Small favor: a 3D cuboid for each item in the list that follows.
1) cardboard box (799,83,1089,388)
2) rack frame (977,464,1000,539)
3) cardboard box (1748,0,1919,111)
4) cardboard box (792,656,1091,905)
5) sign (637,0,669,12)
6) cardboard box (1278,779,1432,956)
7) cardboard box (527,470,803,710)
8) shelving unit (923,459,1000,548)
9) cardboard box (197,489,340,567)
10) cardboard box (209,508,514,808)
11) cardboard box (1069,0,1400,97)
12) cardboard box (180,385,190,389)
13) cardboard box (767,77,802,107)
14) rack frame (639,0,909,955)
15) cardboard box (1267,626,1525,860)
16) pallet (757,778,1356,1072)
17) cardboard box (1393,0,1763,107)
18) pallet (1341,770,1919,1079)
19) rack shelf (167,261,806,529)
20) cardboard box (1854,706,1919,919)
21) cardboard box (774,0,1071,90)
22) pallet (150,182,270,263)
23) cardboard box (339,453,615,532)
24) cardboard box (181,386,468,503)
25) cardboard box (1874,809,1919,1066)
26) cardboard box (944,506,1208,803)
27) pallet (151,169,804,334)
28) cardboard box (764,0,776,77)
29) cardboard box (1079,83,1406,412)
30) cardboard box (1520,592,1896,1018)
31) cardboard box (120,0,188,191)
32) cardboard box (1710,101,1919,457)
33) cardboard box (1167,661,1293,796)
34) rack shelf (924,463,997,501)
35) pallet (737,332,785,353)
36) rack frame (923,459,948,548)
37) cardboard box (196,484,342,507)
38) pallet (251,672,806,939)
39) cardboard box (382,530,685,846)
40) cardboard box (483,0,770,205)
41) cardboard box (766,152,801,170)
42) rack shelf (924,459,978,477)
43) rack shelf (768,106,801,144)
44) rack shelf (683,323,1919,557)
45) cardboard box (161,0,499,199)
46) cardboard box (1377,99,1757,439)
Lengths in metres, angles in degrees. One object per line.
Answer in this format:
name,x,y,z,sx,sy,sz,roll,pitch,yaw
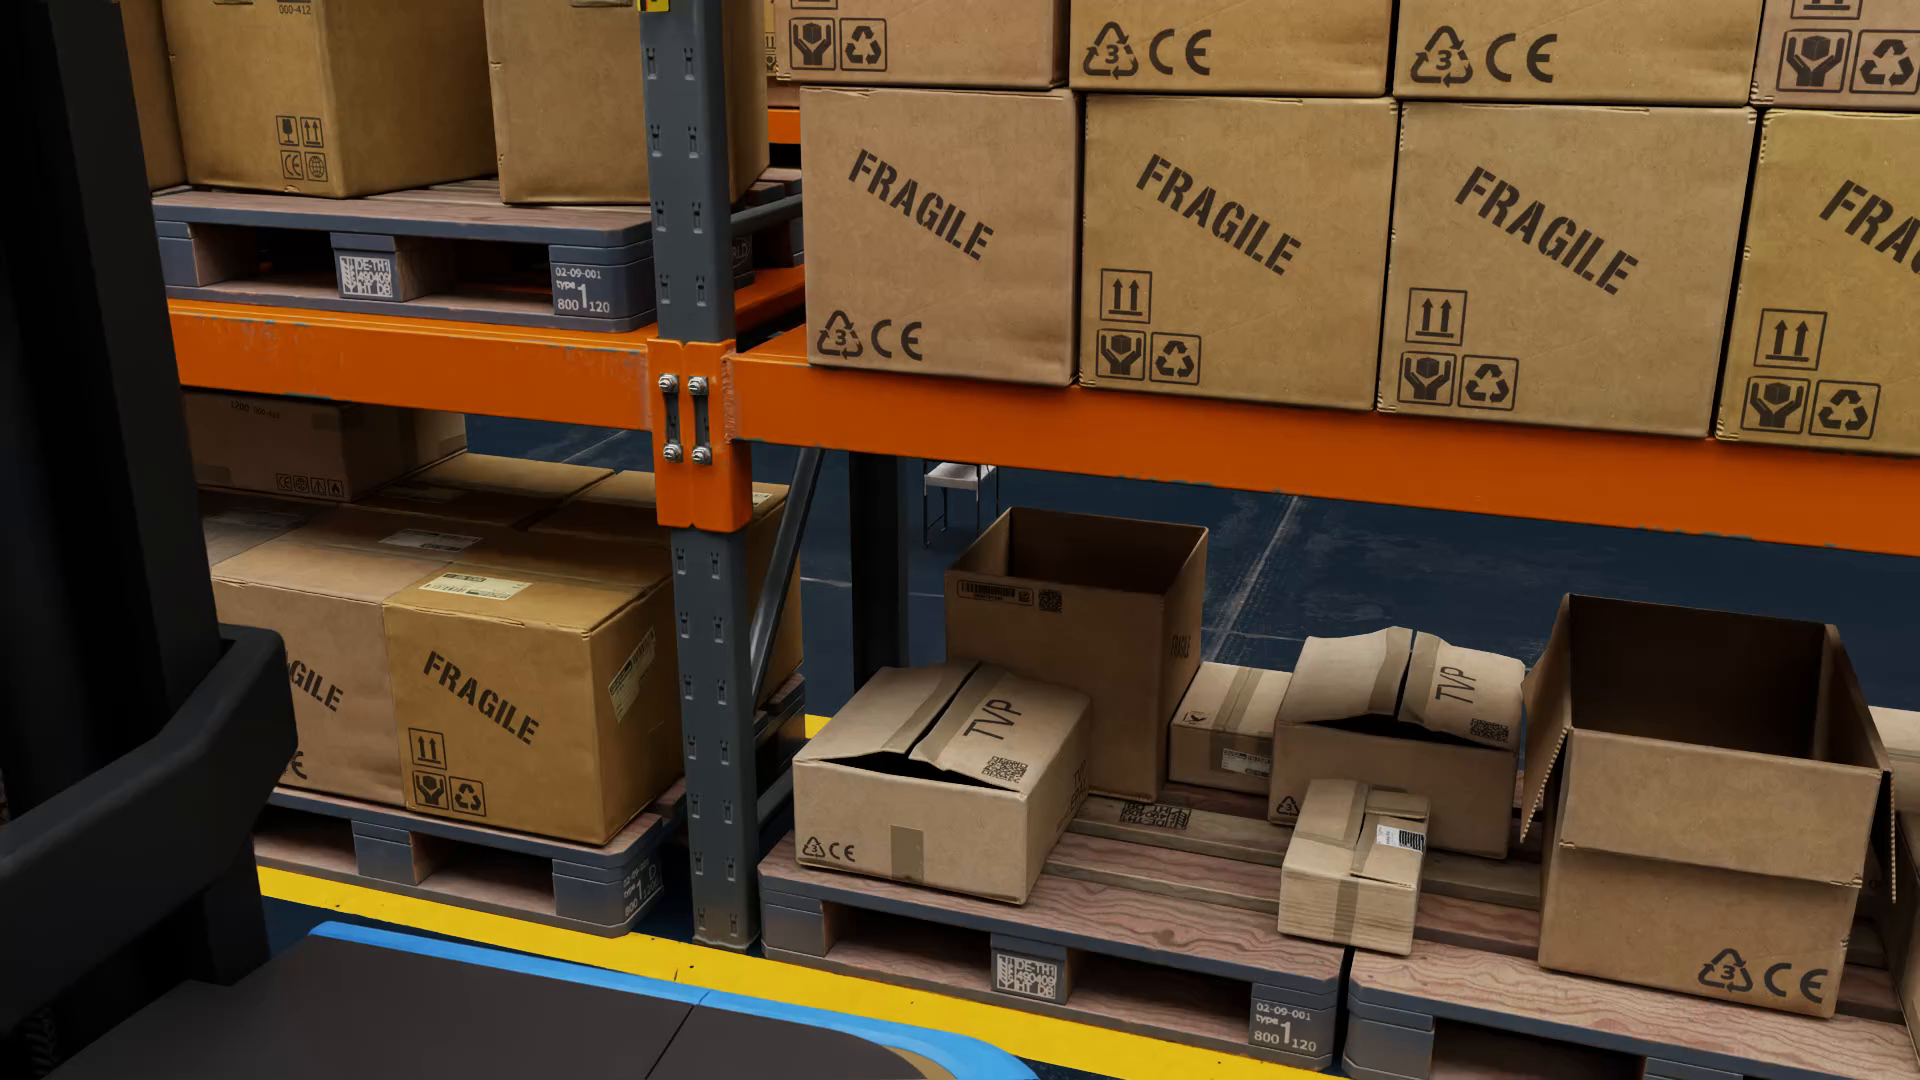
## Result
cardboard box,0.040,-0.602,3.094,0.500,0.500,0.500,7,20,19
rack frame,0.104,-0.413,5.894,0.006,0.900,0.240,7,20,18
cardboard box,1.462,-0.909,2.455,0.500,0.500,0.500,7,20,20
cardboard box,-0.026,0.480,3.559,0.500,0.311,0.500,7,20,18
sign,-0.530,-1.068,2.825,0.005,0.325,0.100,7,20,18
cardboard box,0.794,0.638,3.324,0.250,0.166,0.380,7,20,18
cardboard box,-0.729,0.150,4.218,0.500,0.500,0.500,6,20,16
shelving unit,0.008,-0.424,5.926,0.210,0.900,0.258,7,20,18
cardboard box,-1.850,0.203,4.065,0.500,0.500,0.500,7,20,19
cardboard box,-1.376,0.258,3.909,0.500,0.500,0.500,7,20,18
cardboard box,0.489,-1.020,2.774,0.500,0.500,0.500,6,20,16
cardboard box,-2.147,-0.366,4.560,0.500,0.250,0.500,6,20,17
cardboard box,-0.820,-2.288,8.435,0.250,0.149,0.380,7,20,18
rack frame,-0.352,-0.695,3.512,0.127,3.000,1.000,7,20,18
cardboard box,0.988,0.422,3.726,0.500,0.311,0.500,7,20,18
pallet,0.297,0.697,3.757,1.213,0.211,1.003,7,20,18
cardboard box,0.974,-0.964,2.615,0.500,0.500,0.500,6,20,16
pallet,1.453,0.828,3.381,1.213,0.211,1.003,7,20,18
rack shelf,-2.241,-0.571,4.250,4.000,0.370,1.077,7,20,18
cardboard box,2.062,0.573,3.384,0.500,0.250,0.500,7,20,18
cardboard box,0.001,-1.076,2.934,0.500,0.500,0.500,7,20,19
pallet,-2.292,-0.827,4.184,1.213,0.211,1.003,7,20,18
cardboard box,-1.236,0.096,4.373,0.500,0.500,0.500,7,20,19
cardboard box,-1.673,-0.312,4.405,0.500,0.250,0.500,7,20,18
cardboard box,1.945,0.734,2.922,0.500,0.250,0.500,7,20,18
cardboard box,0.280,0.251,3.927,0.500,0.500,0.500,7,20,18
pallet,-1.071,-0.724,3.888,1.213,0.211,1.003,7,20,18
cardboard box,-0.679,-2.565,8.244,0.500,0.500,0.500,7,20,20
cardboard box,0.525,-0.548,2.939,0.500,0.500,0.500,7,20,19
cardboard box,1.425,0.478,3.273,0.637,0.503,0.797,7,20,18
cardboard box,-2.041,-1.112,3.919,0.500,0.500,0.700,1,19,4
cardboard box,1.478,-0.439,2.625,0.500,0.500,0.500,6,20,17
cardboard box,0.654,0.439,3.922,0.250,0.149,0.380,7,20,18
rack shelf,0.008,-0.223,5.996,0.200,0.077,0.258,7,20,18
pallet,-0.639,-1.110,8.939,1.213,0.211,1.003,7,20,18
rack frame,-0.088,-0.435,5.957,0.006,0.900,0.240,7,20,18
cardboard box,-1.706,0.039,4.535,0.500,0.500,0.500,7,20,19
pallet,-1.132,0.546,4.189,1.213,0.211,1.003,7,20,18
cardboard box,-0.912,0.314,3.748,0.500,0.500,0.500,6,20,18
cardboard box,-0.726,-1.061,3.773,0.500,0.500,0.700,0,19,0
cardboard box,-1.031,-1.634,8.834,0.750,0.750,0.750,6,20,18
rack shelf,0.008,-0.308,5.966,0.200,0.077,0.258,7,20,18
rack shelf,-0.619,-2.112,8.670,4.000,0.370,1.077,7,20,18
rack shelf,1.538,-0.139,3.010,4.000,0.370,1.077,7,20,18
cardboard box,-1.396,-1.115,3.929,0.500,0.500,0.700,10,22,27
cardboard box,0.997,-0.493,2.782,0.500,0.500,0.500,6,20,18
